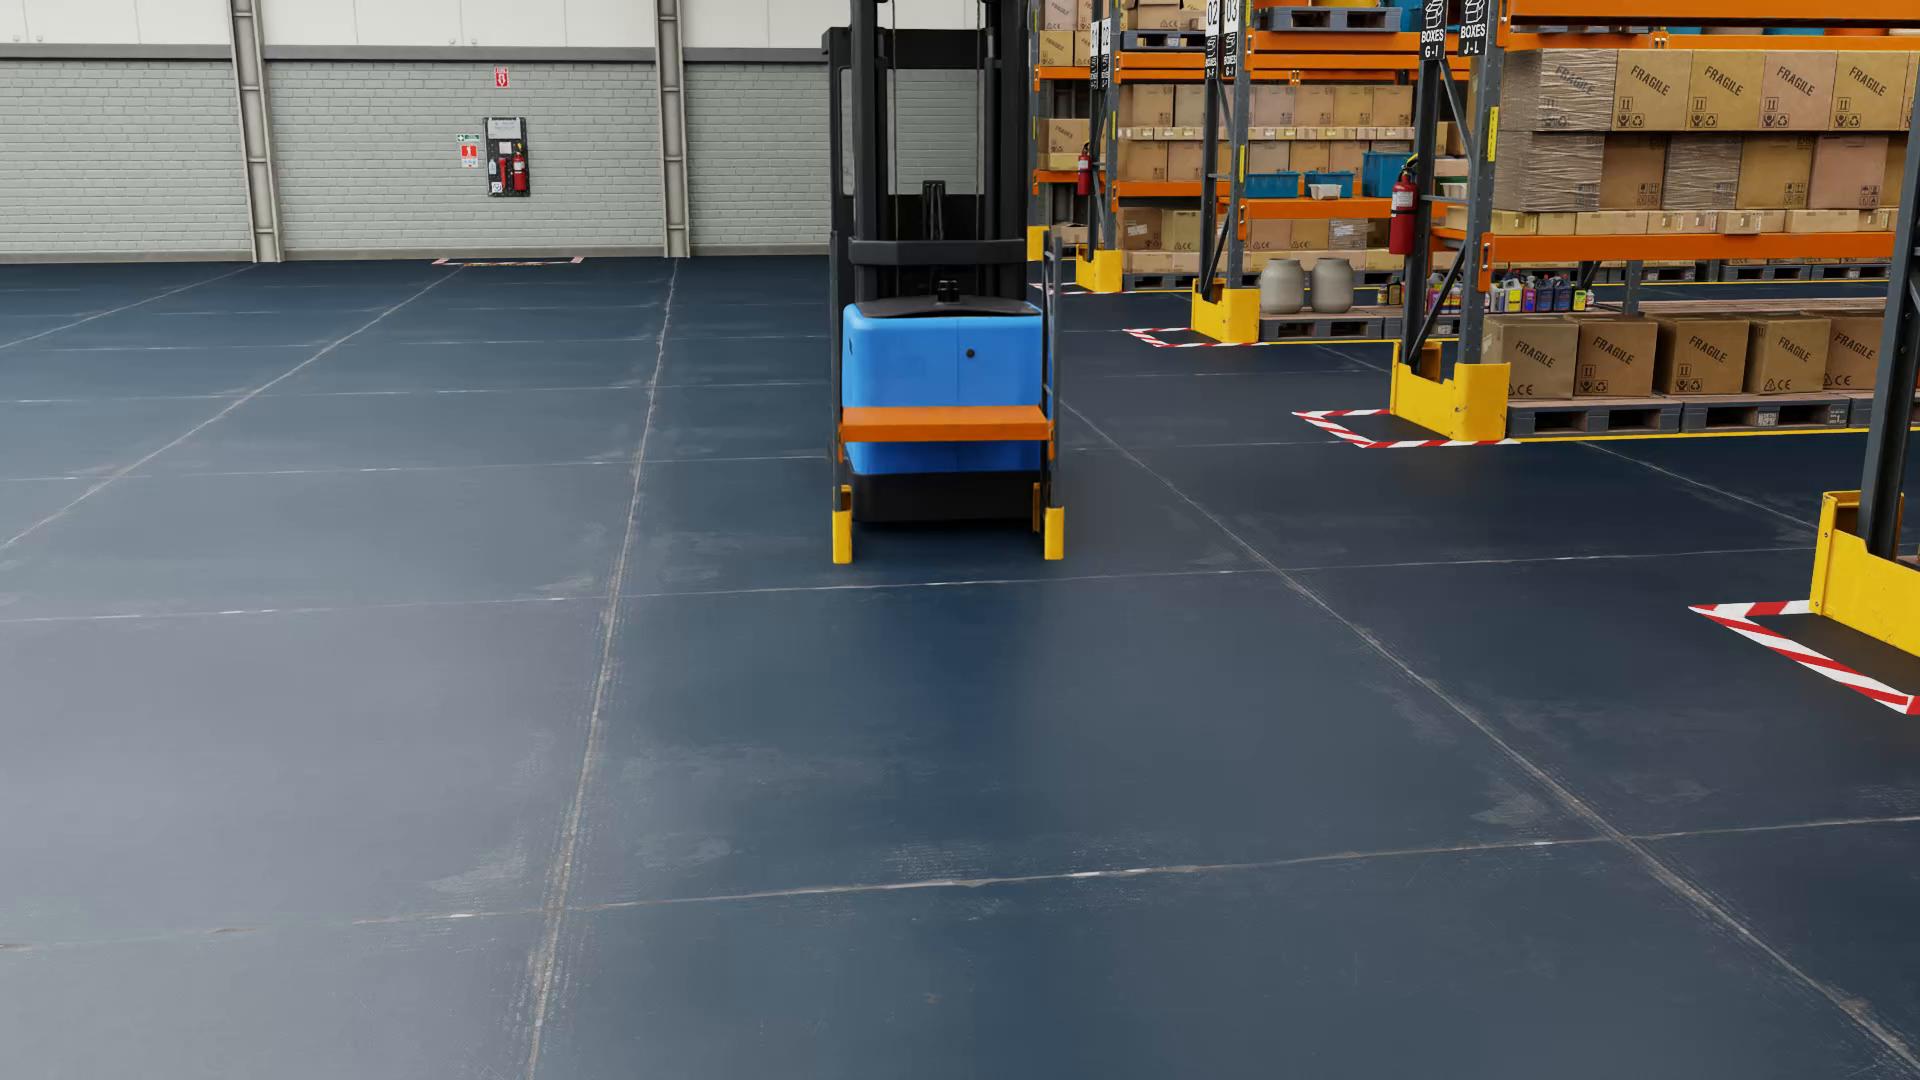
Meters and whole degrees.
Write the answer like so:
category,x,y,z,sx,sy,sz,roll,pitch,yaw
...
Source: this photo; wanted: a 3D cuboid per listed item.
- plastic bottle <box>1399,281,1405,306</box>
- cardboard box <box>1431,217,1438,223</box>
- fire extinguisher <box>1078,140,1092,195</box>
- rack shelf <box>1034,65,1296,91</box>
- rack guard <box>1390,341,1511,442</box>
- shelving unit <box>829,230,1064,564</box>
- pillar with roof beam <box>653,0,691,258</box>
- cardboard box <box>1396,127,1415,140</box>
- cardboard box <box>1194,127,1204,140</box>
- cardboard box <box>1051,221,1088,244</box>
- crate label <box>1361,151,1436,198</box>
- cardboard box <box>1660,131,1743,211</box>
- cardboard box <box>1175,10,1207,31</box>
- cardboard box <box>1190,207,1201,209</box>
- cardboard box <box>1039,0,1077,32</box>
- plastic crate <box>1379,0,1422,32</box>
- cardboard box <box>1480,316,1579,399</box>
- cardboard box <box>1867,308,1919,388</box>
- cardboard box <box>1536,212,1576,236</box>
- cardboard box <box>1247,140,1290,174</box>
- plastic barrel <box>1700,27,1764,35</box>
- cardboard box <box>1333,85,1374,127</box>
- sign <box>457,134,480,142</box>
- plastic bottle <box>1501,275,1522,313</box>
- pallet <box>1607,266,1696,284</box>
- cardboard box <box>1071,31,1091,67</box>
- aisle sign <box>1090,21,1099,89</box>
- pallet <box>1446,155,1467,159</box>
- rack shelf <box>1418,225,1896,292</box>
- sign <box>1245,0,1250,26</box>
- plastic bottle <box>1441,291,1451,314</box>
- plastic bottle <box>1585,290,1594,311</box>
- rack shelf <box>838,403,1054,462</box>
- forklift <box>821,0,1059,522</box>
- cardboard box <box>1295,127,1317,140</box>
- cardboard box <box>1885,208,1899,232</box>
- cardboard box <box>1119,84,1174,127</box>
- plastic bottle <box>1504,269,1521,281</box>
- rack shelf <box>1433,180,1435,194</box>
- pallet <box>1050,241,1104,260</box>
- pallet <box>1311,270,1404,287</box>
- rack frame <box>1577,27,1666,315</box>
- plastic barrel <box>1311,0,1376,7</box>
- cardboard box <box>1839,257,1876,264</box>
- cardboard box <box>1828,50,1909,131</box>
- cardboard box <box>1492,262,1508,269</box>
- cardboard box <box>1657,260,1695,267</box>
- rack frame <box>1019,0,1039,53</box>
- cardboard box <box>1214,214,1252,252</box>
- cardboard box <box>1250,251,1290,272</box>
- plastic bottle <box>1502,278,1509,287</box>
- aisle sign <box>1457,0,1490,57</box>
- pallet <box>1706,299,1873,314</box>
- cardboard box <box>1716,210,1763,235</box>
category,x,y,z,sx,sy,sz,roll,pitch,yaw
plastic bottle,4.494,-2.491,16.684,0.135,0.276,0.152,-2,14,-8
cardboard box,7.207,-5.044,26.403,0.500,0.500,0.700,-2,14,-9
fire extinguisher,1.569,-4.686,20.899,0.183,0.674,0.296,-2,14,-8
rack shelf,2.992,-6.986,25.224,4.000,0.370,1.077,-2,14,-8
rack guard,3.303,-1.023,11.274,0.348,0.500,1.175,-2,14,-8
shelving unit,-0.069,-0.693,7.902,1.083,1.500,0.587,-1,14,-4
pillar with roof beam,-3.714,-7.698,20.417,0.400,9.000,9.100,-2,14,-8
cardboard box,5.474,-5.063,20.704,0.250,0.149,0.380,-2,14,-8
cardboard box,2.933,-4.969,20.330,0.250,0.149,0.380,-2,14,-9
cardboard box,1.711,-4.720,25.499,0.500,0.311,0.500,-4,15,-15
crate label,4.270,-3.573,16.231,0.616,0.435,0.502,-2,14,-8
cardboard box,4.753,-2.494,11.182,0.500,0.500,0.875,-2,14,-8
cardboard box,2.855,-6.375,20.466,0.500,0.250,0.500,-2,14,-8
cardboard box,3.228,-3.980,21.175,0.500,0.500,0.500,-2,14,-8
cardboard box,1.431,-7.761,24.534,0.500,0.500,0.500,-3,14,-12
plastic crate,4.331,-5.013,15.911,0.575,0.384,0.392,-2,14,-8
cardboard box,3.848,-1.243,11.286,0.500,0.500,0.500,1,14,2
cardboard box,6.782,-1.364,11.771,0.500,0.500,0.500,-3,14,-10
cardboard box,3.795,-2.069,10.820,0.250,0.149,0.380,-2,14,-8
cardboard box,3.750,-4.735,20.731,0.500,0.500,0.700,-2,14,-7
plastic barrel,7.562,-5.362,16.238,0.600,0.901,0.600,0,14,0
cardboard box,4.774,-5.402,20.725,0.500,0.500,0.700,-2,14,-8
sign,-7.361,-6.020,24.898,0.331,0.109,0.001,-2,14,-8
plastic bottle,5.342,-2.387,16.113,0.185,0.351,0.144,-2,14,-9
pallet,8.846,-3.533,21.875,1.213,0.211,1.003,-2,14,-8
cardboard box,1.918,-7.283,24.685,0.500,0.500,0.500,-1,14,-5
aisle sign,1.647,-5.945,20.417,0.004,0.787,0.394,-2,14,-8
pallet,8.236,-5.953,26.186,1.003,0.211,1.213,-2,14,-8
rack shelf,5.205,-1.957,11.336,4.000,0.370,1.077,-2,14,-8
sign,2.567,-4.751,14.816,0.005,0.325,0.100,-2,14,-8
plastic bottle,4.668,-2.318,16.001,0.097,0.271,0.097,0,14,0
plastic bottle,6.133,-2.337,16.223,0.097,0.201,0.097,0,14,0
rack shelf,-0.078,-0.518,7.945,1.000,0.185,0.538,-1,14,-4
forklift,-0.202,-1.819,9.451,1.130,2.935,3.031,-2,14,-7
cardboard box,4.218,-5.017,20.522,0.250,0.149,0.380,-2,14,-7
cardboard box,6.279,-2.140,11.106,0.250,0.149,0.380,-2,14,-8
cardboard box,2.271,-5.310,20.354,0.500,0.500,0.700,-2,14,-8
plastic bottle,5.585,-2.568,16.838,0.185,0.351,0.144,-2,14,-7
rack shelf,7.689,-4.484,21.416,4.000,0.370,1.077,-2,14,-8
pallet,1.898,-4.479,25.646,1.213,0.211,1.003,-2,14,-8
pallet,4.918,-3.390,21.304,1.213,0.211,1.003,-2,14,-8
rack frame,6.445,-3.569,16.288,0.127,3.000,1.000,-2,14,-8
plastic barrel,3.598,-5.246,15.558,0.600,0.588,0.600,0,14,0
cardboard box,11.688,-3.912,21.889,0.500,0.500,0.500,-3,14,-10
cardboard box,5.790,-2.937,10.894,0.500,0.500,0.500,-2,14,-8
cardboard box,6.652,-3.604,21.216,0.500,0.250,0.500,-2,14,-7
cardboard box,9.182,-3.698,21.591,0.500,0.250,0.500,-2,14,-7
rack frame,1.014,-8.717,24.482,0.127,3.000,1.000,-2,14,-8
cardboard box,3.306,-3.855,20.676,0.500,0.500,0.500,-2,14,-8
cardboard box,3.803,-3.506,20.824,0.500,0.250,0.500,-2,14,-8
plastic bottle,5.460,-2.496,16.711,0.097,0.271,0.097,0,14,0
aisle sign,3.211,-3.420,10.346,0.004,0.787,0.394,-2,14,-8
pallet,8.425,-2.300,16.957,1.213,0.211,1.003,-2,14,-8
cardboard box,5.043,-2.095,10.926,0.250,0.149,0.380,-2,14,-8
